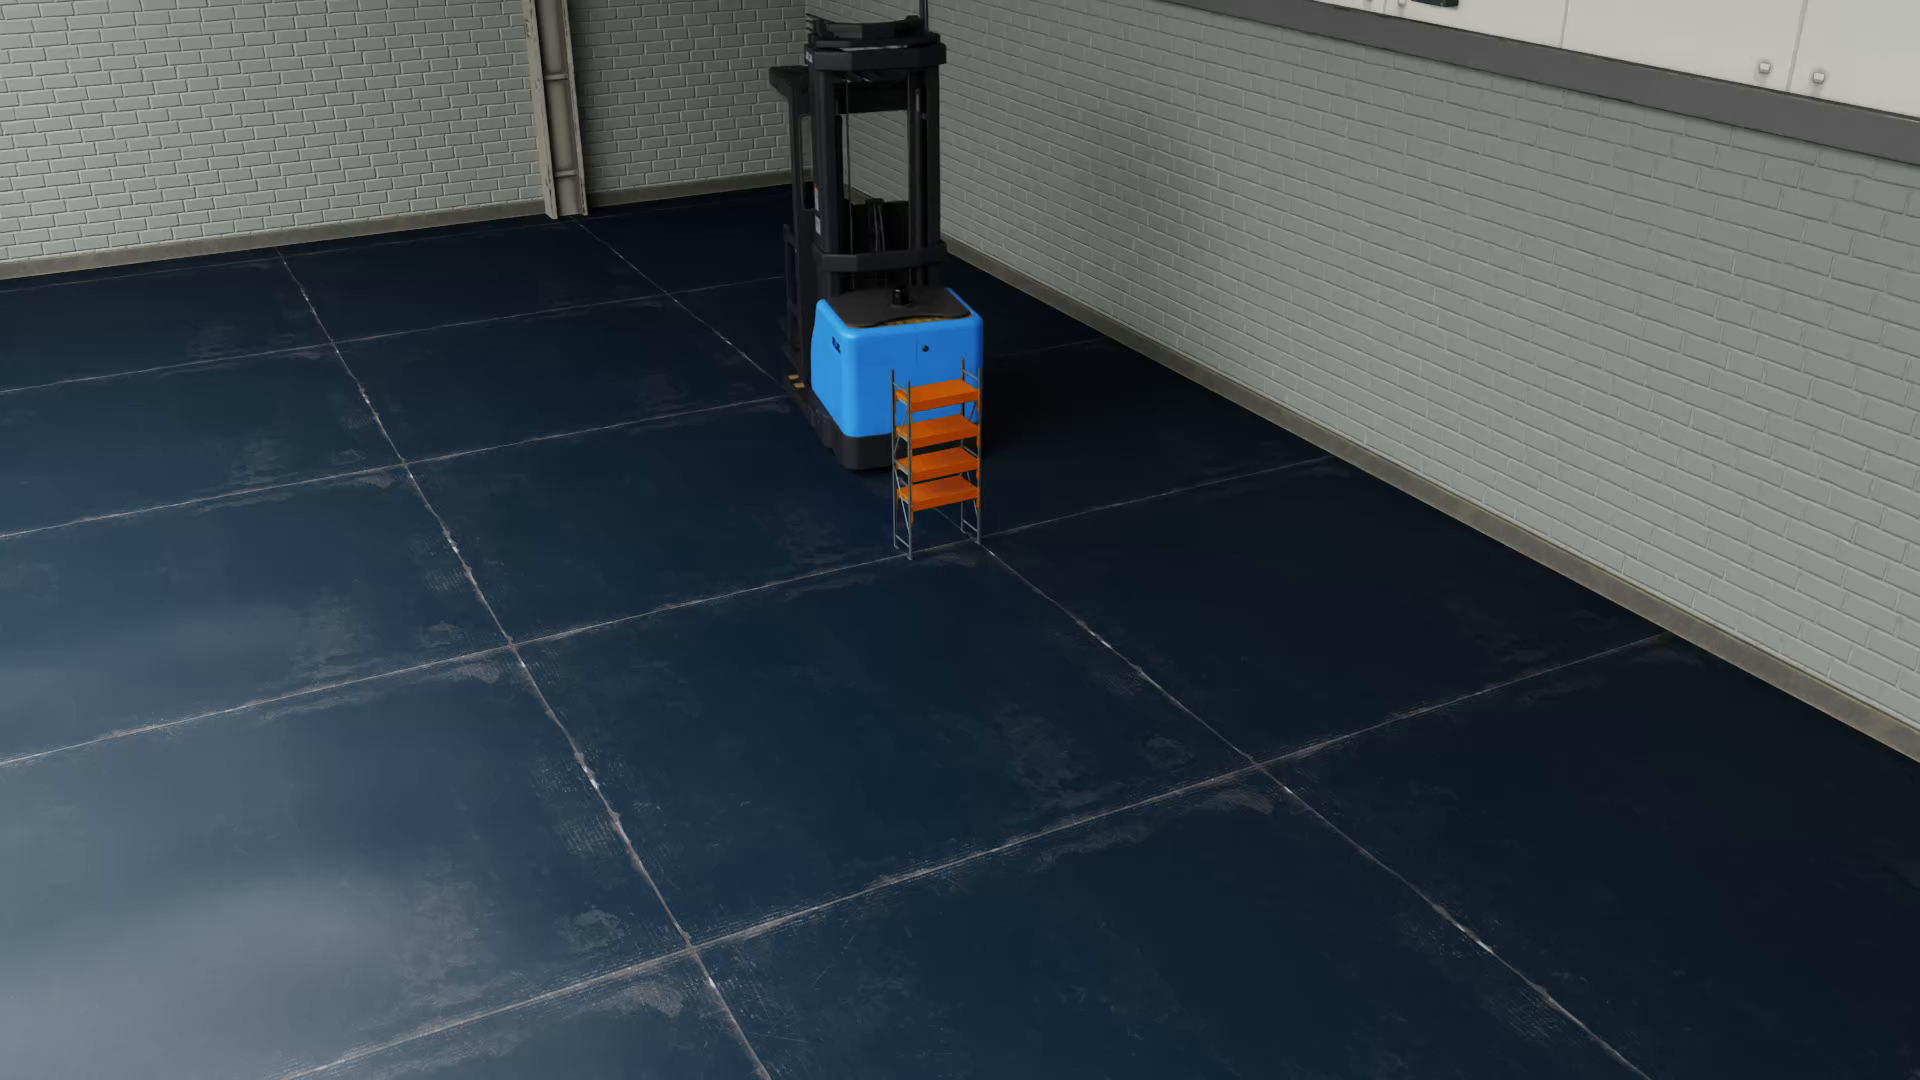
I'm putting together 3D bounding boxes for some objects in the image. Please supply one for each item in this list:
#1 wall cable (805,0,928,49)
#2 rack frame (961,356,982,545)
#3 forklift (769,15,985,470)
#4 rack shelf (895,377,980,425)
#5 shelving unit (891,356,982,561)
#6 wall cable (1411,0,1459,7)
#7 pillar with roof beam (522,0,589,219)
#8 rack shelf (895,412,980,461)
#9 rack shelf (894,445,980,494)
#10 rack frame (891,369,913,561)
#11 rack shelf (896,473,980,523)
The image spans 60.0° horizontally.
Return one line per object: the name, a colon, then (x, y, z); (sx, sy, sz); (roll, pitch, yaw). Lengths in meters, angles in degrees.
wall cable: (-1.077, -6.320, 17.104); (0.112, 2.526, 3.097); (-13, 29, -25)
rack frame: (0.069, -0.557, 10.524); (0.015, 1.200, 0.240); (-13, 29, -25)
forklift: (-0.756, -2.427, 12.418); (1.130, 2.935, 3.031); (-8, 27, -16)
rack shelf: (-0.146, -0.861, 10.250); (0.480, 0.148, 0.258); (-13, 29, -25)
shelving unit: (-0.146, -0.507, 10.420); (0.503, 1.200, 0.258); (-13, 29, -25)
wall cable: (3.376, -5.624, 8.137); (0.169, 6.003, 2.305); (-13, 29, -25)
pillar with roof beam: (-2.273, -5.980, 12.809); (0.400, 9.000, 9.100); (-13, 29, -25)
rack shelf: (-0.146, -0.648, 10.352); (0.480, 0.148, 0.258); (-13, 29, -25)
rack shelf: (-0.146, -0.447, 10.449); (0.480, 0.148, 0.258); (-13, 29, -25)
rack frame: (-0.361, -0.457, 10.317); (0.015, 1.200, 0.240); (-13, 29, -25)
rack shelf: (-0.146, -0.268, 10.535); (0.480, 0.148, 0.258); (-13, 29, -25)
